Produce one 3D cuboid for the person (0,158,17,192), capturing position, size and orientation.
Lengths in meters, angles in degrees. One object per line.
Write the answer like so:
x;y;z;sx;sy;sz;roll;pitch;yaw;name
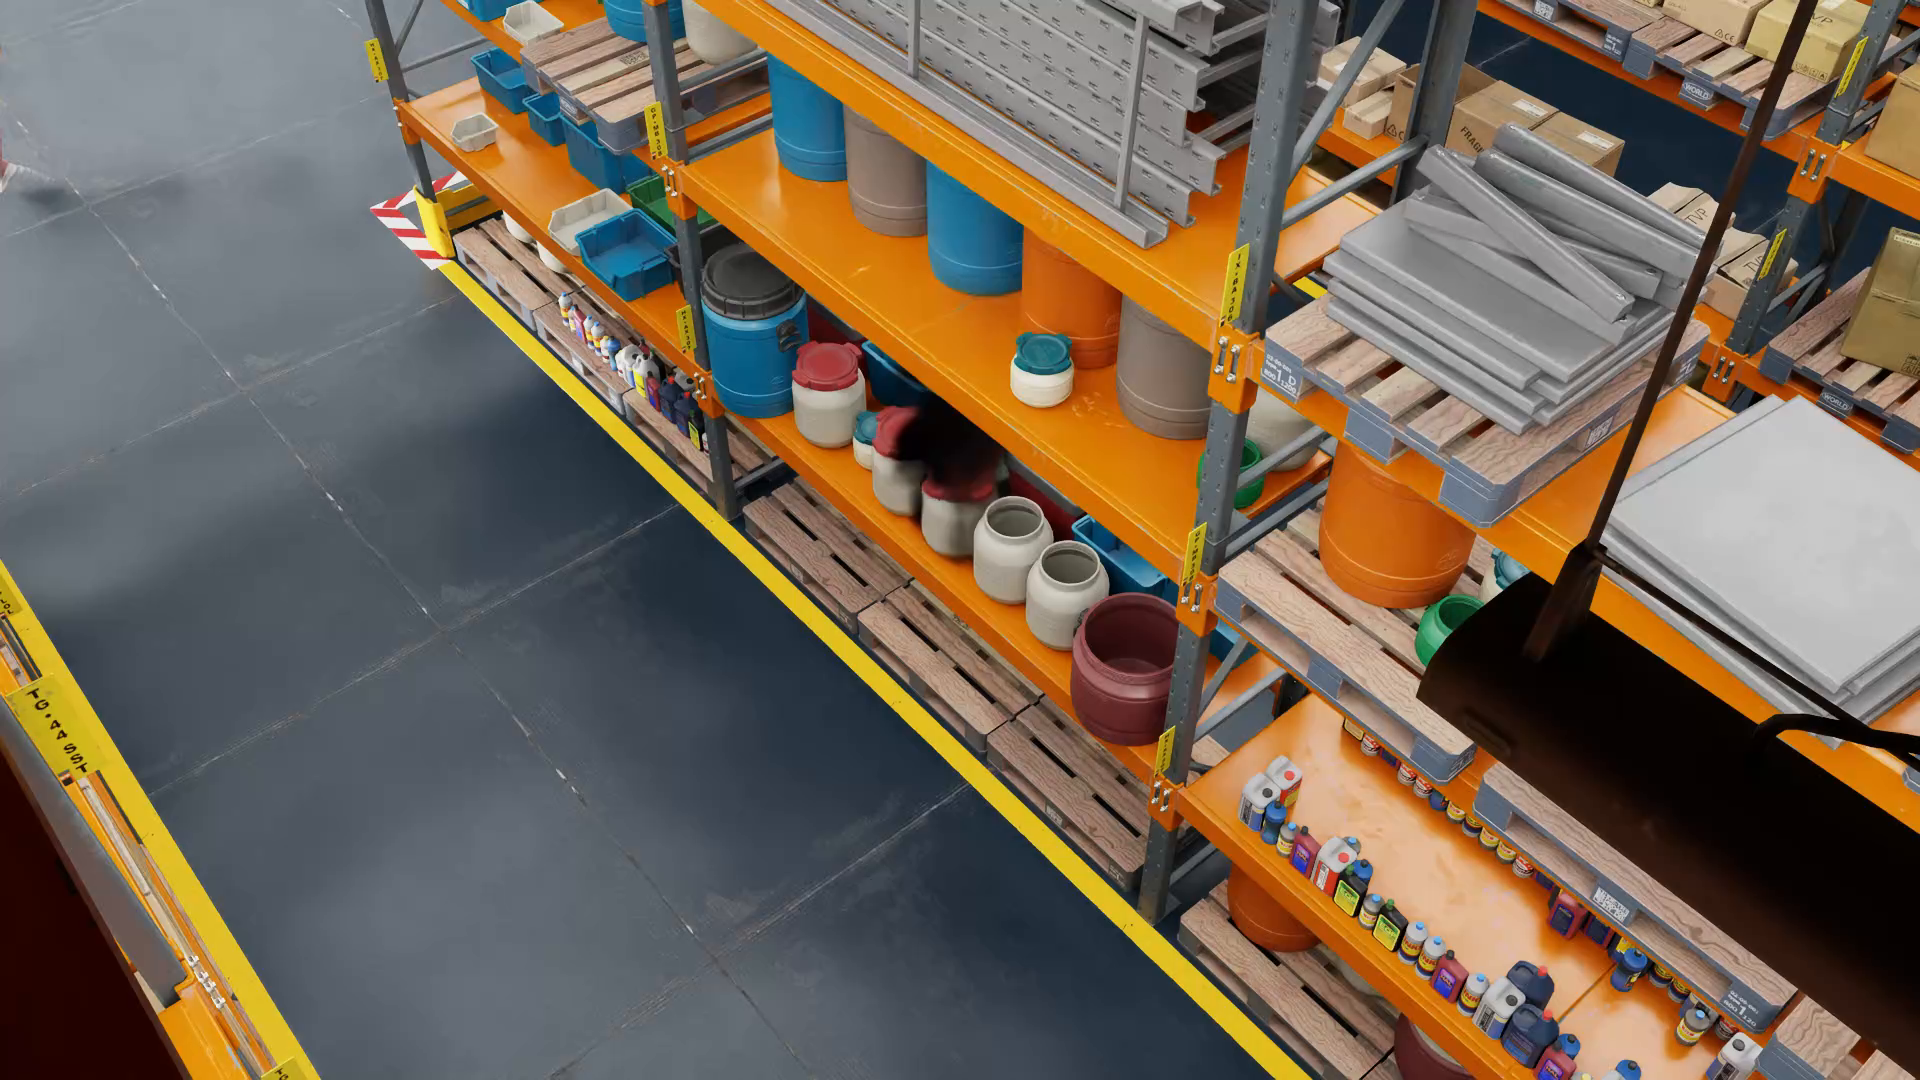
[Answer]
-8.124;-3.381;13.012;0.968;1.649;0.577;-11;47;-10;person
